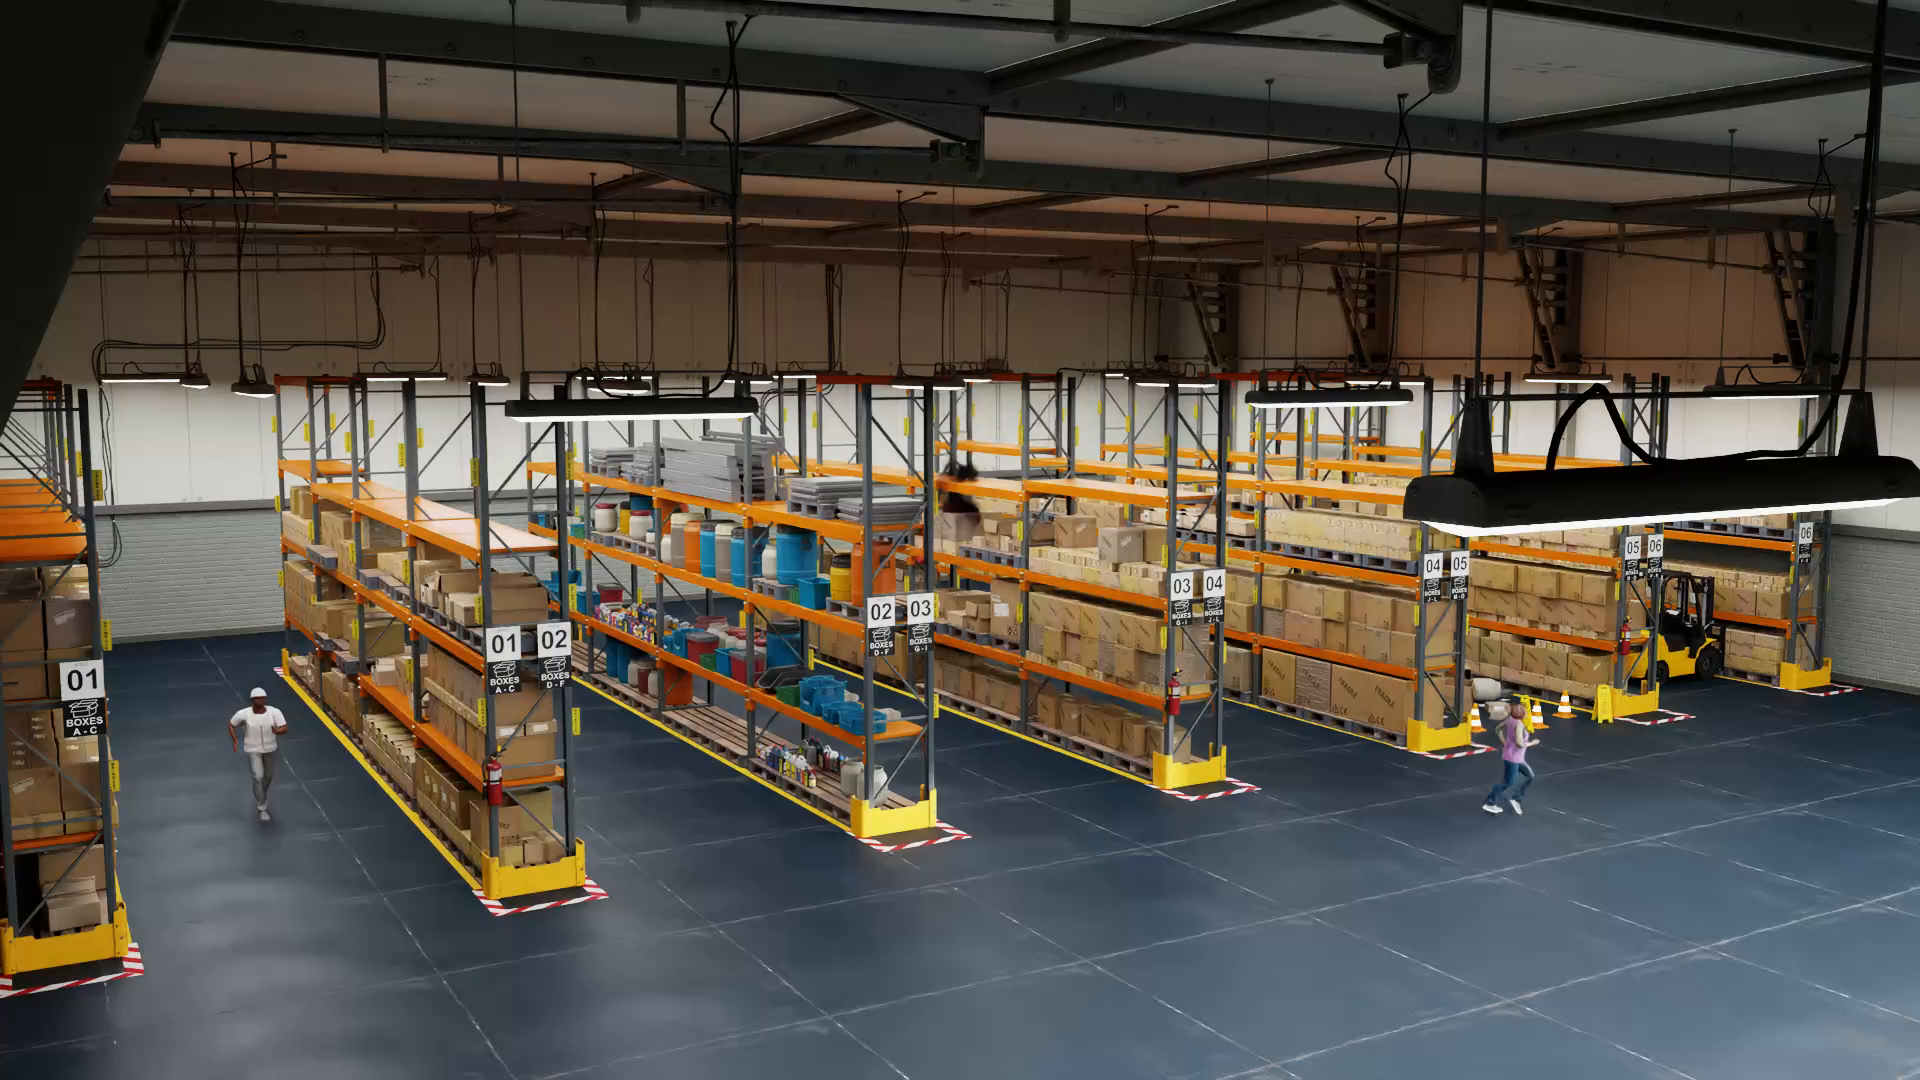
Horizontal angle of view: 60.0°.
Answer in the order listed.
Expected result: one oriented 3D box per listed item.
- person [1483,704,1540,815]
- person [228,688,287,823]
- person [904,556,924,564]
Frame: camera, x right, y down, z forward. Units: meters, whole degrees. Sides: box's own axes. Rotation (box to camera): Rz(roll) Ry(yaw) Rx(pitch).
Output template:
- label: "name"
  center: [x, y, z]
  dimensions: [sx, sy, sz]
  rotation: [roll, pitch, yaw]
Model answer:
- label: "person"
  center: [7.605, 3.048, 22.925]
  dimensions: [0.717, 1.584, 0.521]
  rotation: [1, 6, 10]
- label: "person"
  center: [-9.654, 2.918, 22.963]
  dimensions: [0.693, 1.777, 0.946]
  rotation: [-5, 8, -38]
- label: "person"
  center: [-1.169, 0.975, 41.364]
  dimensions: [0.705, 1.697, 0.921]
  rotation: [5, 8, 37]
